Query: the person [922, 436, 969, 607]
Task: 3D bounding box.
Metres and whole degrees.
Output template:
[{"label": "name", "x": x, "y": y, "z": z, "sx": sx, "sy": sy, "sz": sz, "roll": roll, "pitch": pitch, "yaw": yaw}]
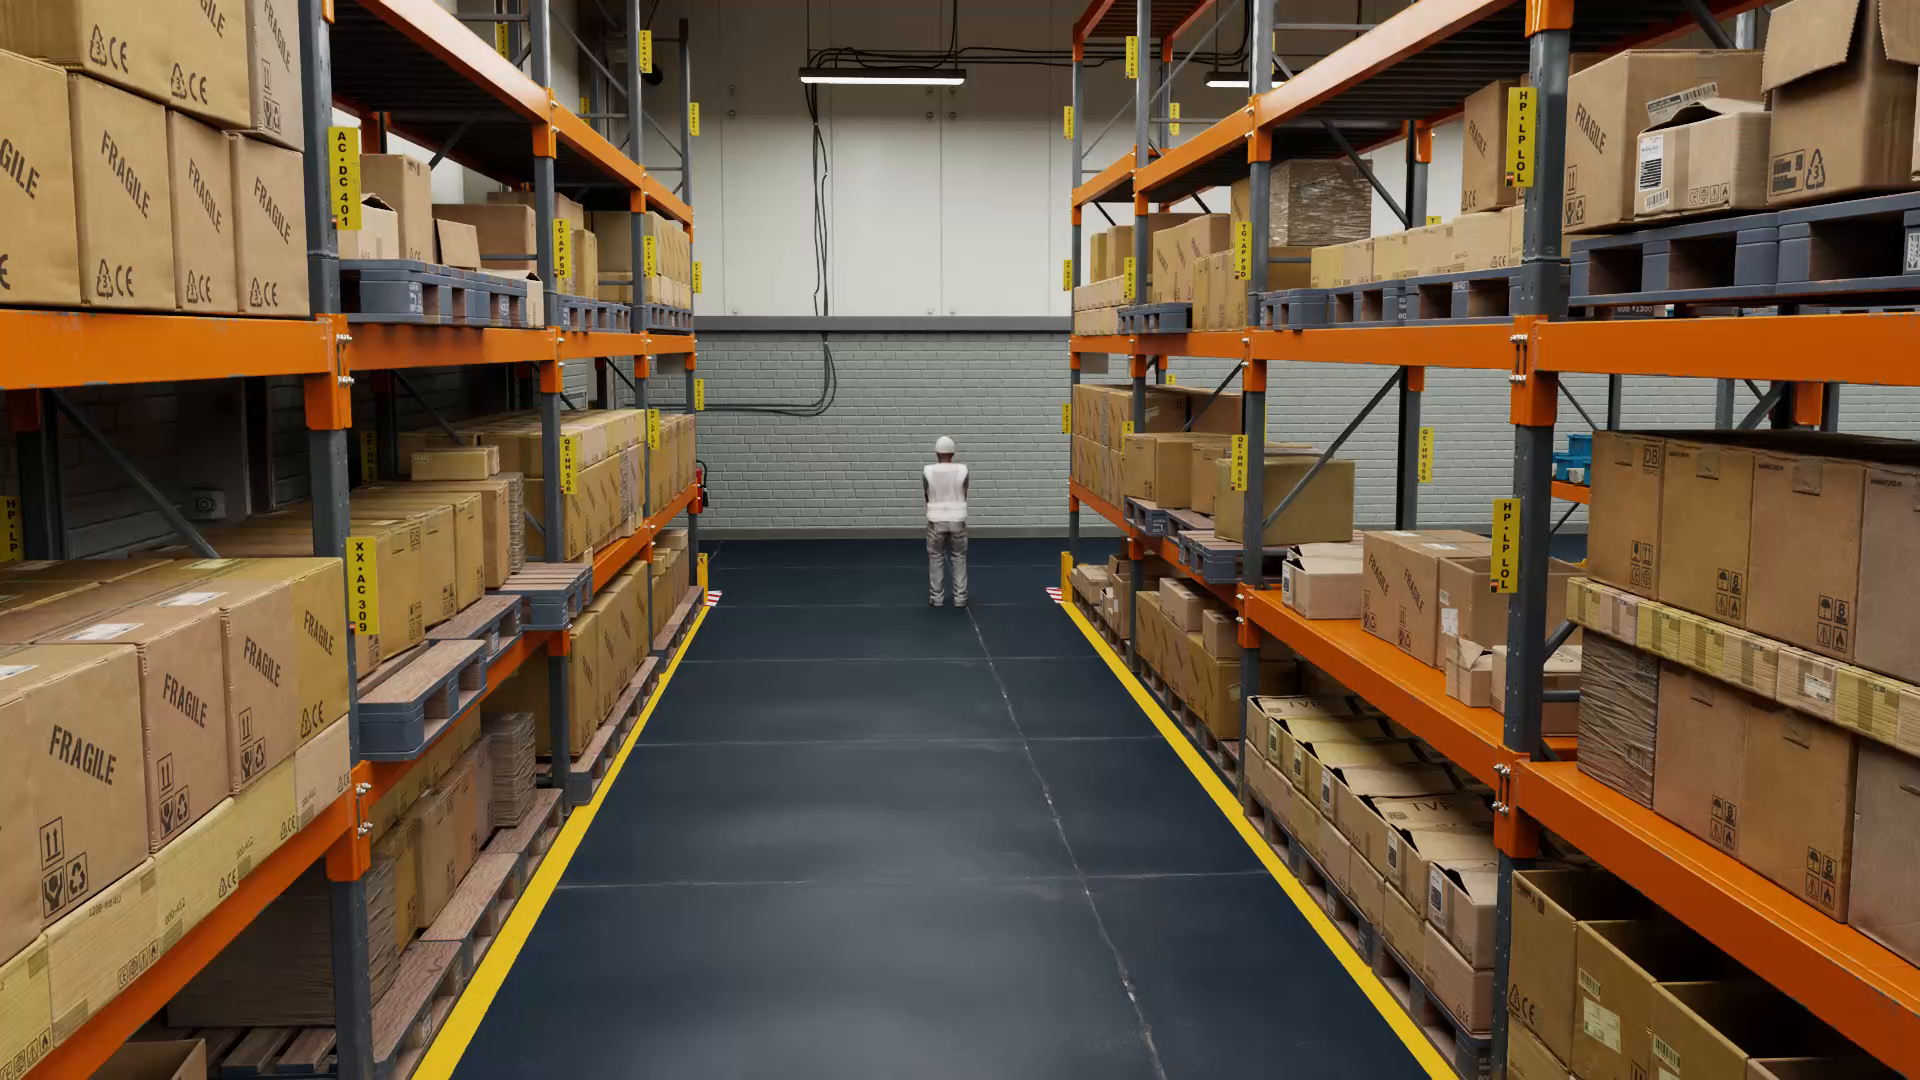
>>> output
[{"label": "person", "x": -0.154, "y": -0.204, "z": 17.387, "sx": 0.488, "sy": 1.779, "sz": 0.580, "roll": 0, "pitch": 7, "yaw": -3}]
